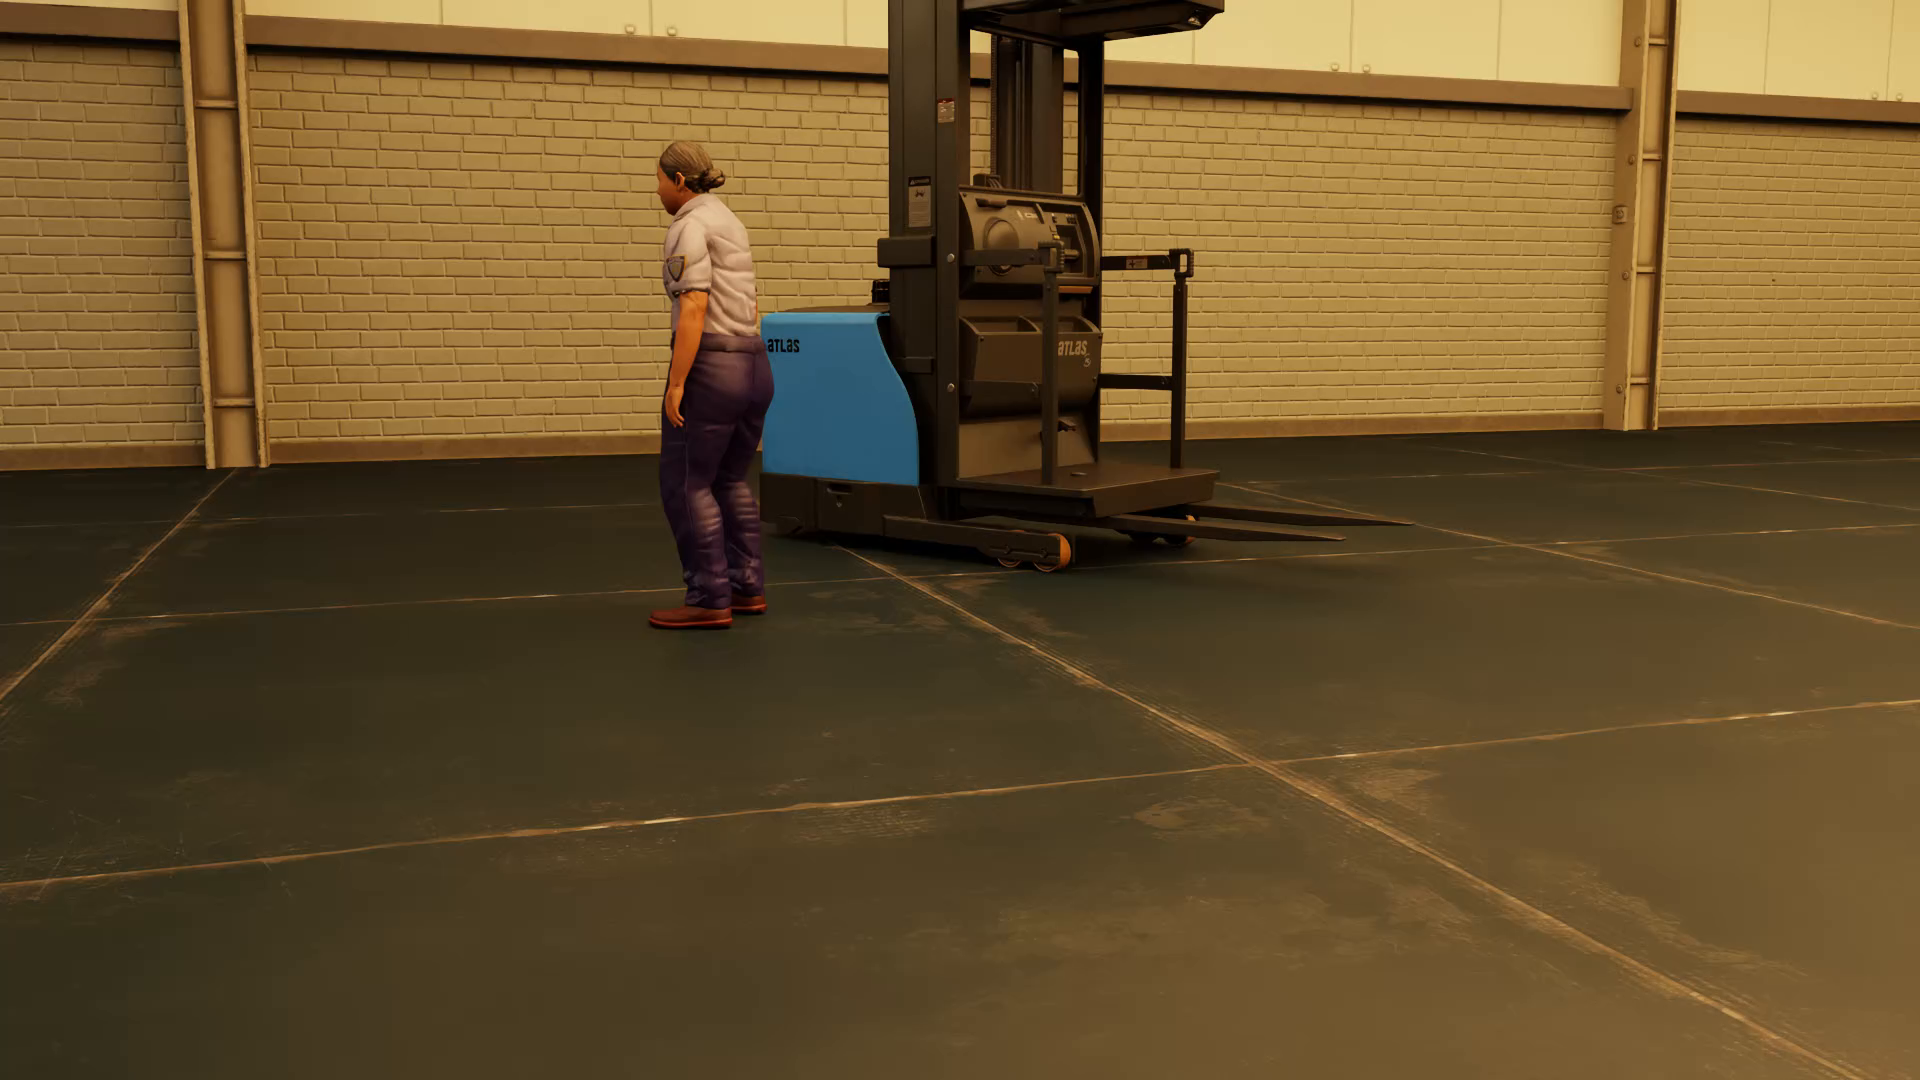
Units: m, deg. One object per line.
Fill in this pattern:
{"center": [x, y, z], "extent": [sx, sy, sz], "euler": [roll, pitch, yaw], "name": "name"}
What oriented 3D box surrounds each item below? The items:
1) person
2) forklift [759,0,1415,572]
{"center": [-0.853, -0.532, 5.735], "extent": [0.369, 1.646, 0.556], "euler": [3, 8, 18], "name": "person"}
{"center": [0.484, -1.398, 7.327], "extent": [3.031, 2.935, 1.130], "euler": [6, 10, 39], "name": "forklift"}
